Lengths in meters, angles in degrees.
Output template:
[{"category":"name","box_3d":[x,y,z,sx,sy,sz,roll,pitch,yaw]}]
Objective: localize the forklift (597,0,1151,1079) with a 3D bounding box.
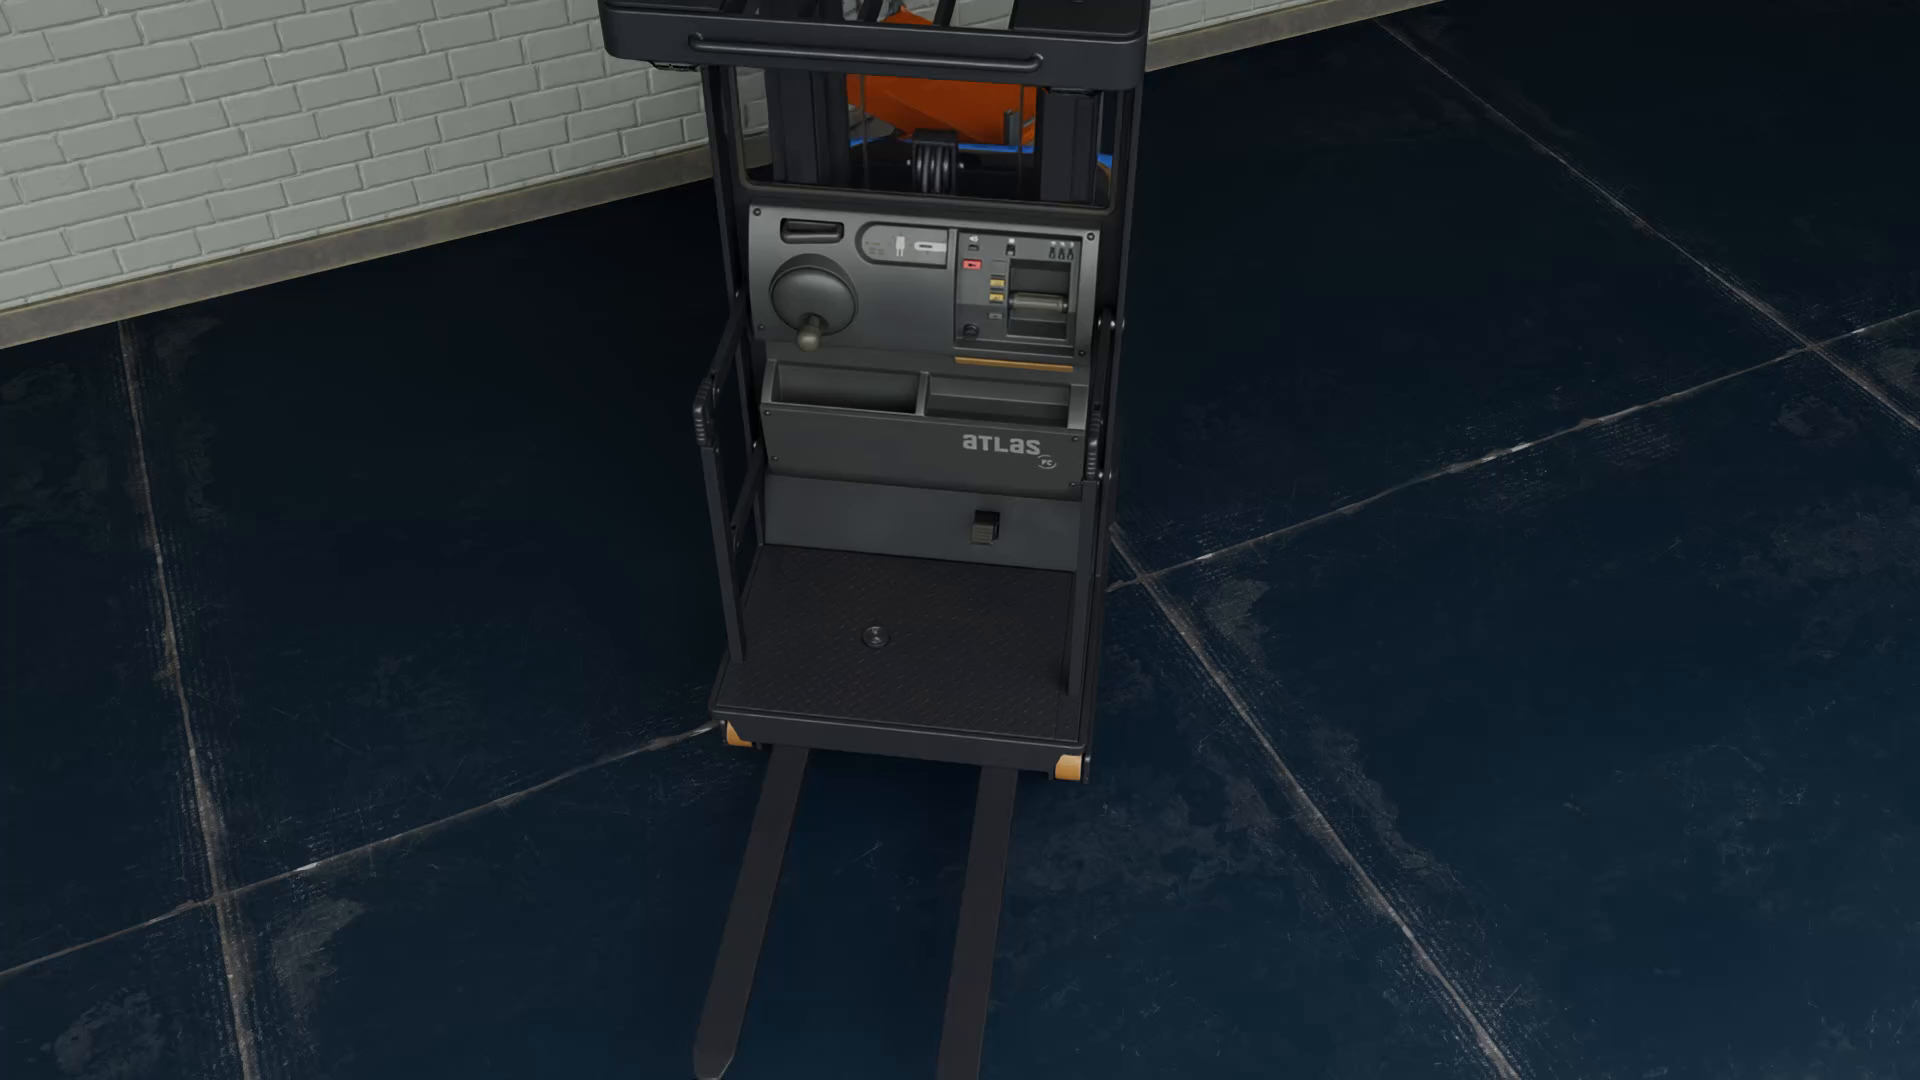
[{"category":"forklift","box_3d":[-0.126,-0.586,4.257,1.130,2.935,3.031,5,45,5]}]

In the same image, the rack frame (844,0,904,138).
[{"category":"rack frame","box_3d":[-0.408,-1.656,6.628,0.032,1.125,0.500,34,54,29]}]

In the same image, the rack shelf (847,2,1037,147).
[{"category":"rack shelf","box_3d":[-0.038,-1.620,6.174,1.000,0.278,0.538,34,54,29]}]

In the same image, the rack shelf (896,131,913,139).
[{"category":"rack shelf","box_3d":[-0.038,-1.237,6.551,1.000,0.278,0.538,34,54,29]}]

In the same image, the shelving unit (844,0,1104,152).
[{"category":"shelving unit","box_3d":[-0.038,-1.411,6.379,1.048,1.125,0.538,34,54,29]}]

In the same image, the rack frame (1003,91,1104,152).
[{"category":"rack frame","box_3d":[0.331,-1.166,6.131,0.032,1.125,0.500,34,54,29]}]
